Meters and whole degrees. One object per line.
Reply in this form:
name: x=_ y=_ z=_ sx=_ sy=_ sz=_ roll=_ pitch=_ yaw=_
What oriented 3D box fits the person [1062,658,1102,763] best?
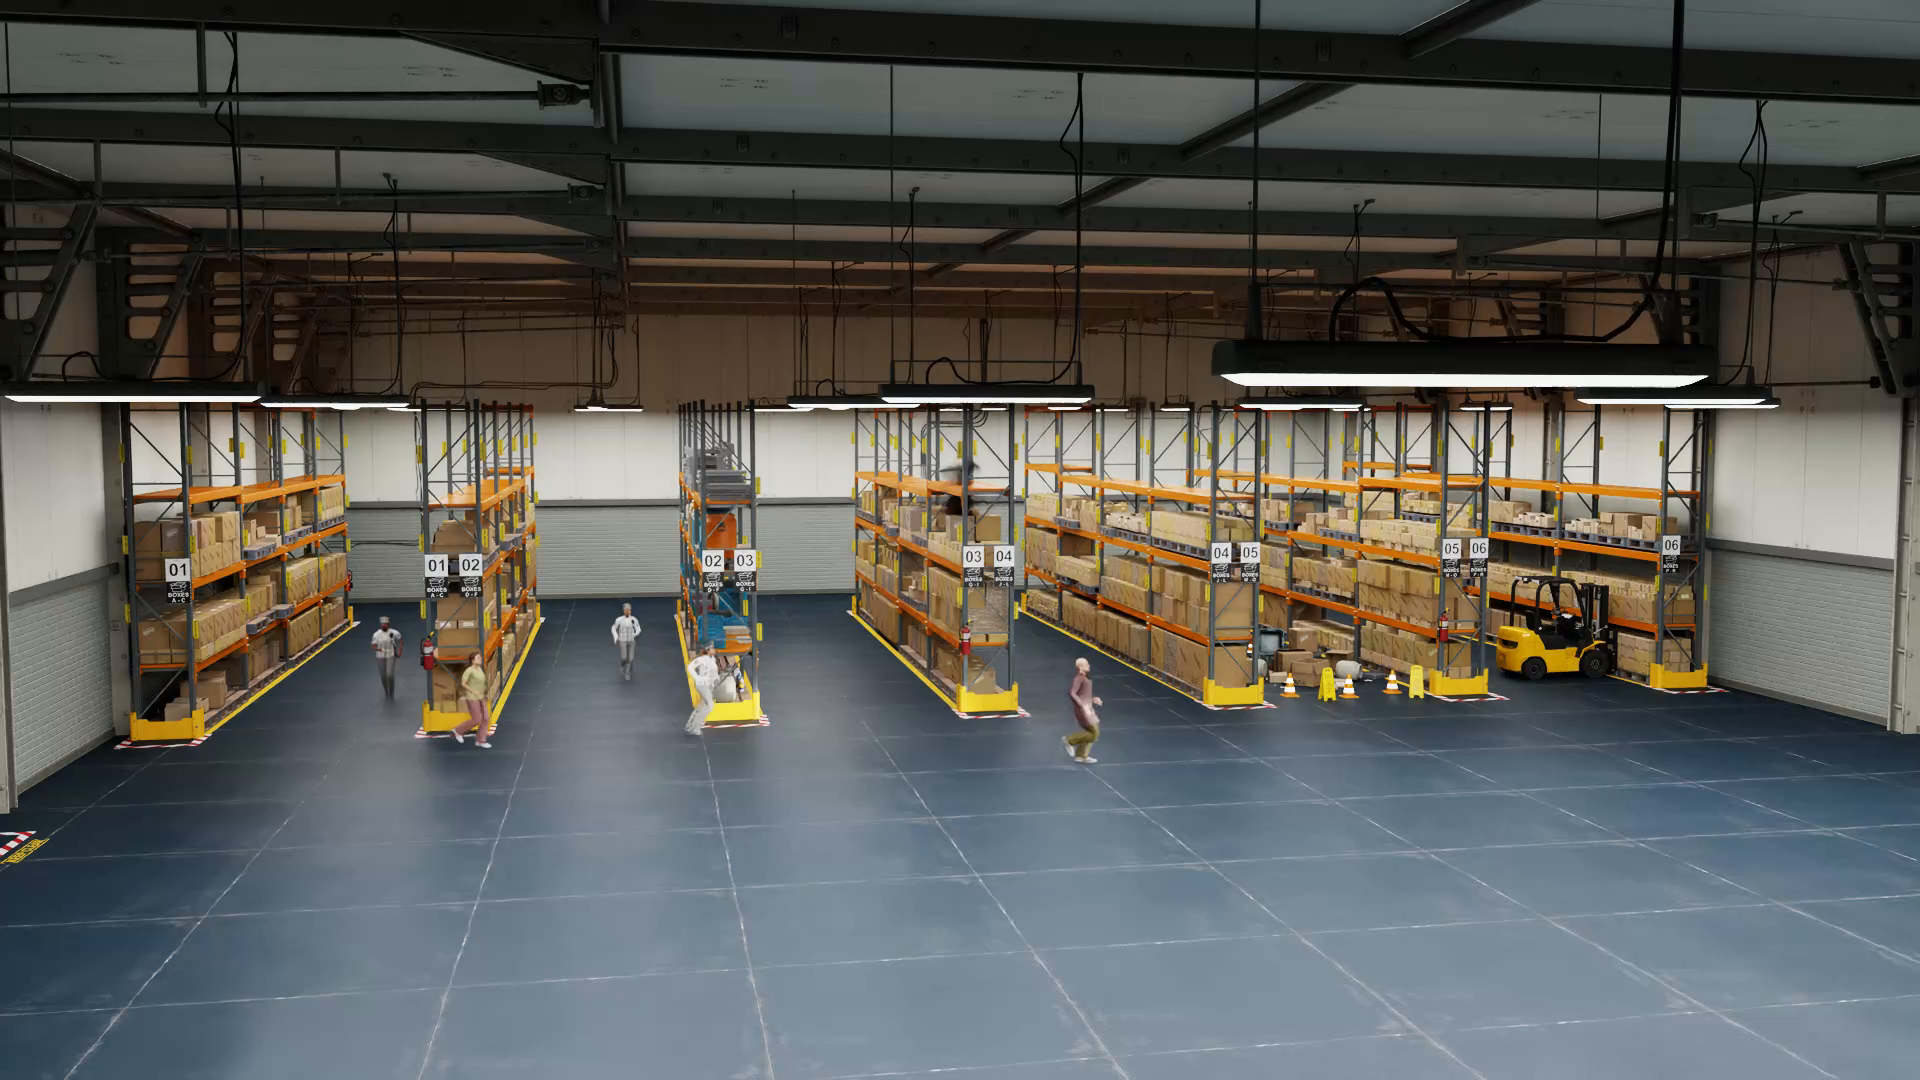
person: x=2.010 y=2.802 z=27.319 sx=0.637 sy=1.732 sz=0.710 roll=1 pitch=4 yaw=11

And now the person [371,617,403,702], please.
person: x=-11.447 y=2.389 z=33.223 sx=0.584 sy=1.750 sz=0.718 roll=-1 pitch=4 yaw=-9

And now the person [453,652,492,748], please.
person: x=-8.389 y=2.773 z=28.670 sx=0.702 sy=1.602 sz=0.602 roll=1 pitch=4 yaw=16

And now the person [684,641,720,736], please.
person: x=-4.578 y=2.649 z=29.825 sx=0.614 sy=1.666 sz=0.647 roll=2 pitch=5 yaw=23

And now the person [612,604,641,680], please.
person: x=-7.172 y=2.194 z=35.831 sx=0.615 sy=1.658 sz=0.541 roll=-1 pitch=5 yaw=-18
